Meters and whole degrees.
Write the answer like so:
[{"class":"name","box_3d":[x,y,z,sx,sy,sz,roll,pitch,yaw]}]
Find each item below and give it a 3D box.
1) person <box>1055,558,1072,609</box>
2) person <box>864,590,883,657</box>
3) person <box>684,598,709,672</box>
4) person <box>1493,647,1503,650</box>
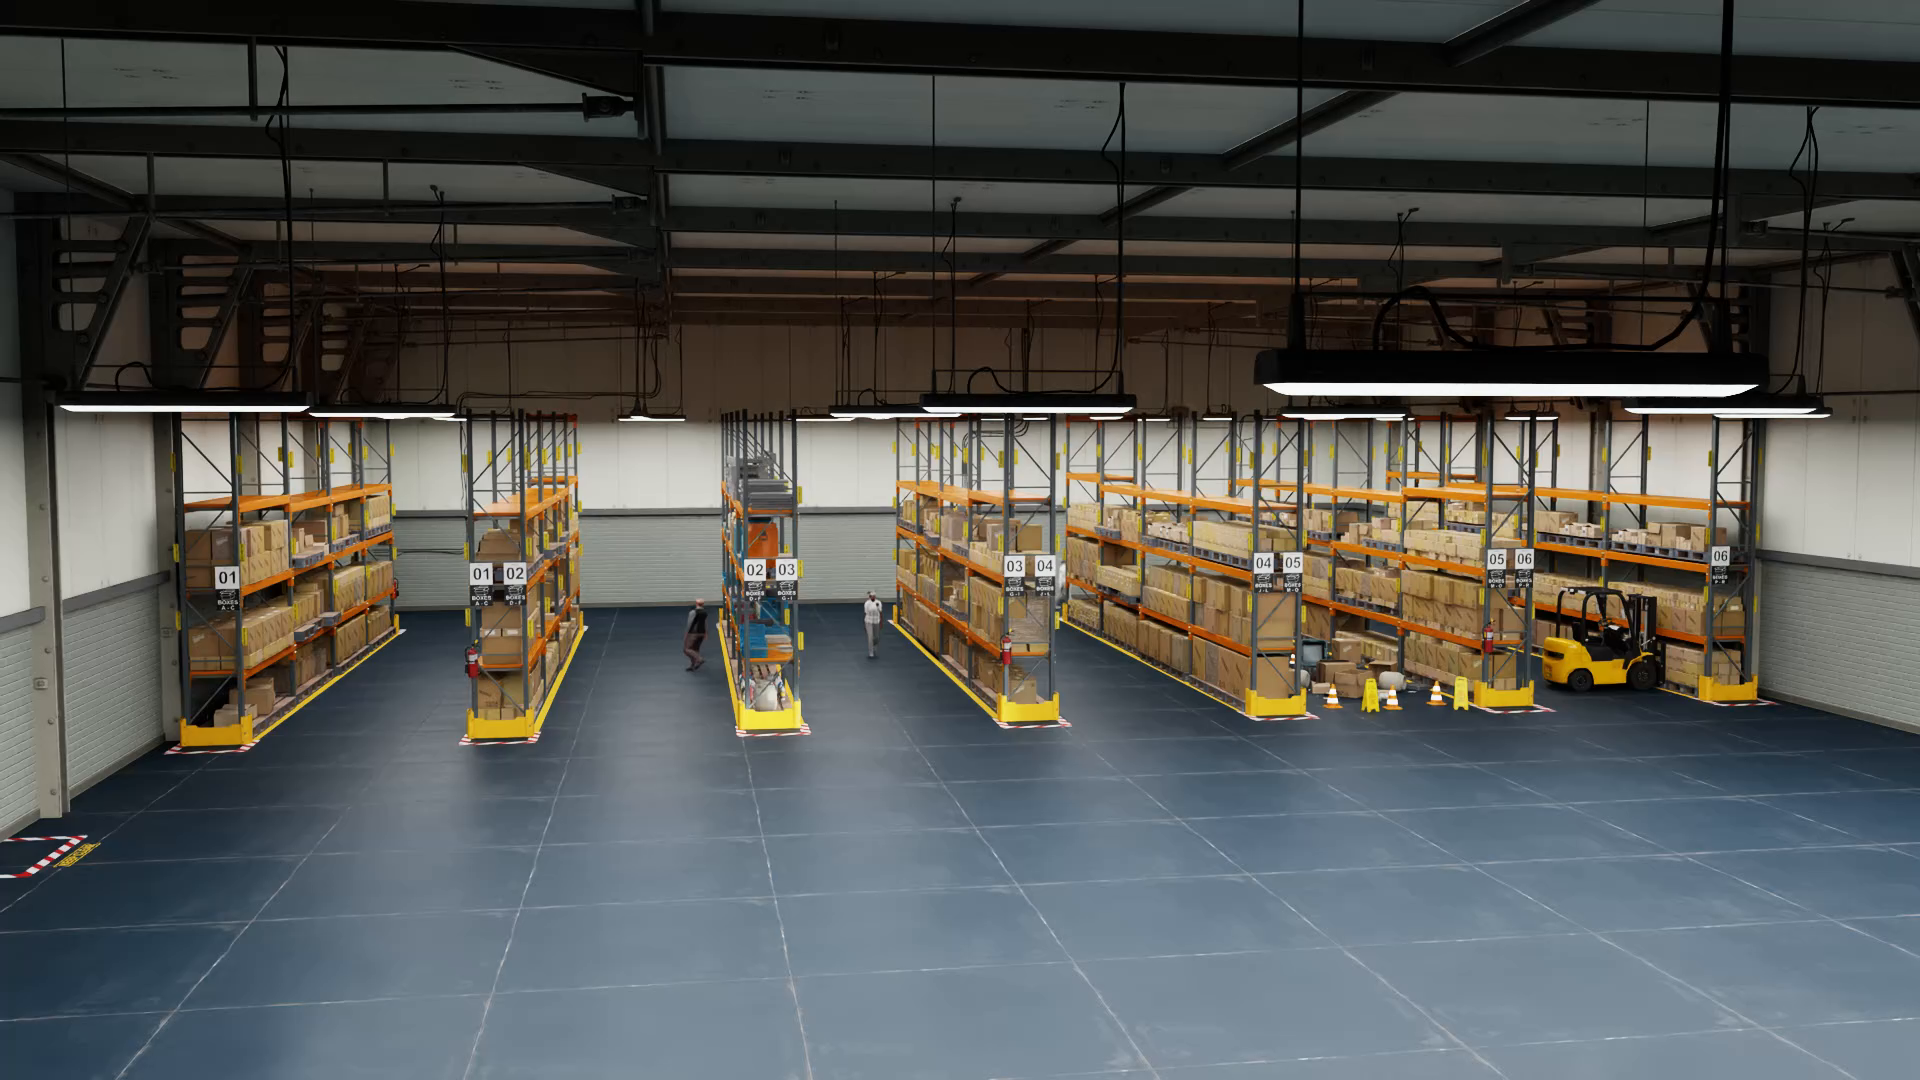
[{"class":"person","box_3d":[3.288,1.326,51.232,0.920,1.636,0.496,2,4,22]},{"class":"person","box_3d":[-2.142,2.027,41.003,0.457,1.642,0.863,-1,4,-12]},{"class":"person","box_3d":[-6.078,2.198,38.354,0.678,1.710,0.588,3,5,36]},{"class":"person","box_3d":[12.159,2.341,37.855,0.467,1.497,0.734,0,4,-6]}]
